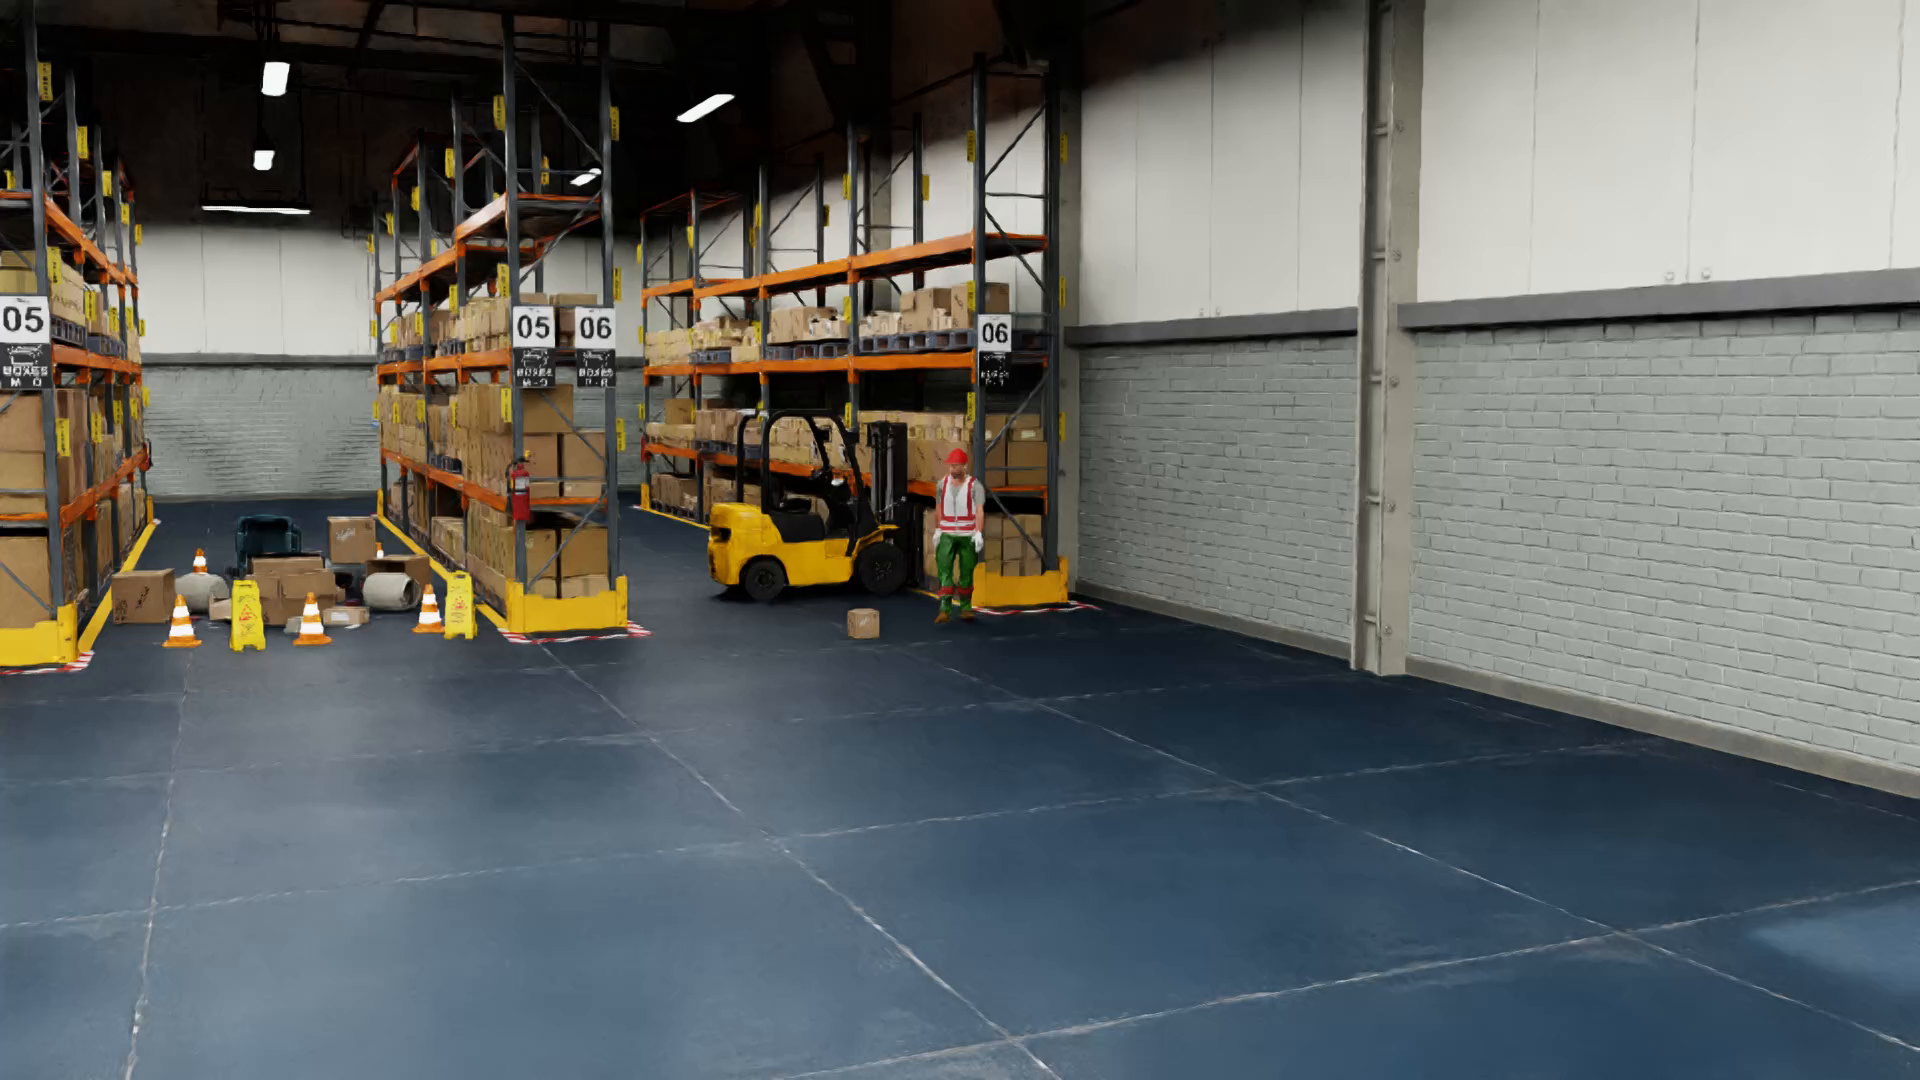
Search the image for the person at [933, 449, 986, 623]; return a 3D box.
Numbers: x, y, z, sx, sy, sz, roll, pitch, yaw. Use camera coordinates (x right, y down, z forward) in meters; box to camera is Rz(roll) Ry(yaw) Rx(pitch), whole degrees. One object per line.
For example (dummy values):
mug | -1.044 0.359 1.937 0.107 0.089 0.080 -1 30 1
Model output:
person | -0.033 -0.045 16.861 0.567 1.753 0.876 1 5 8
